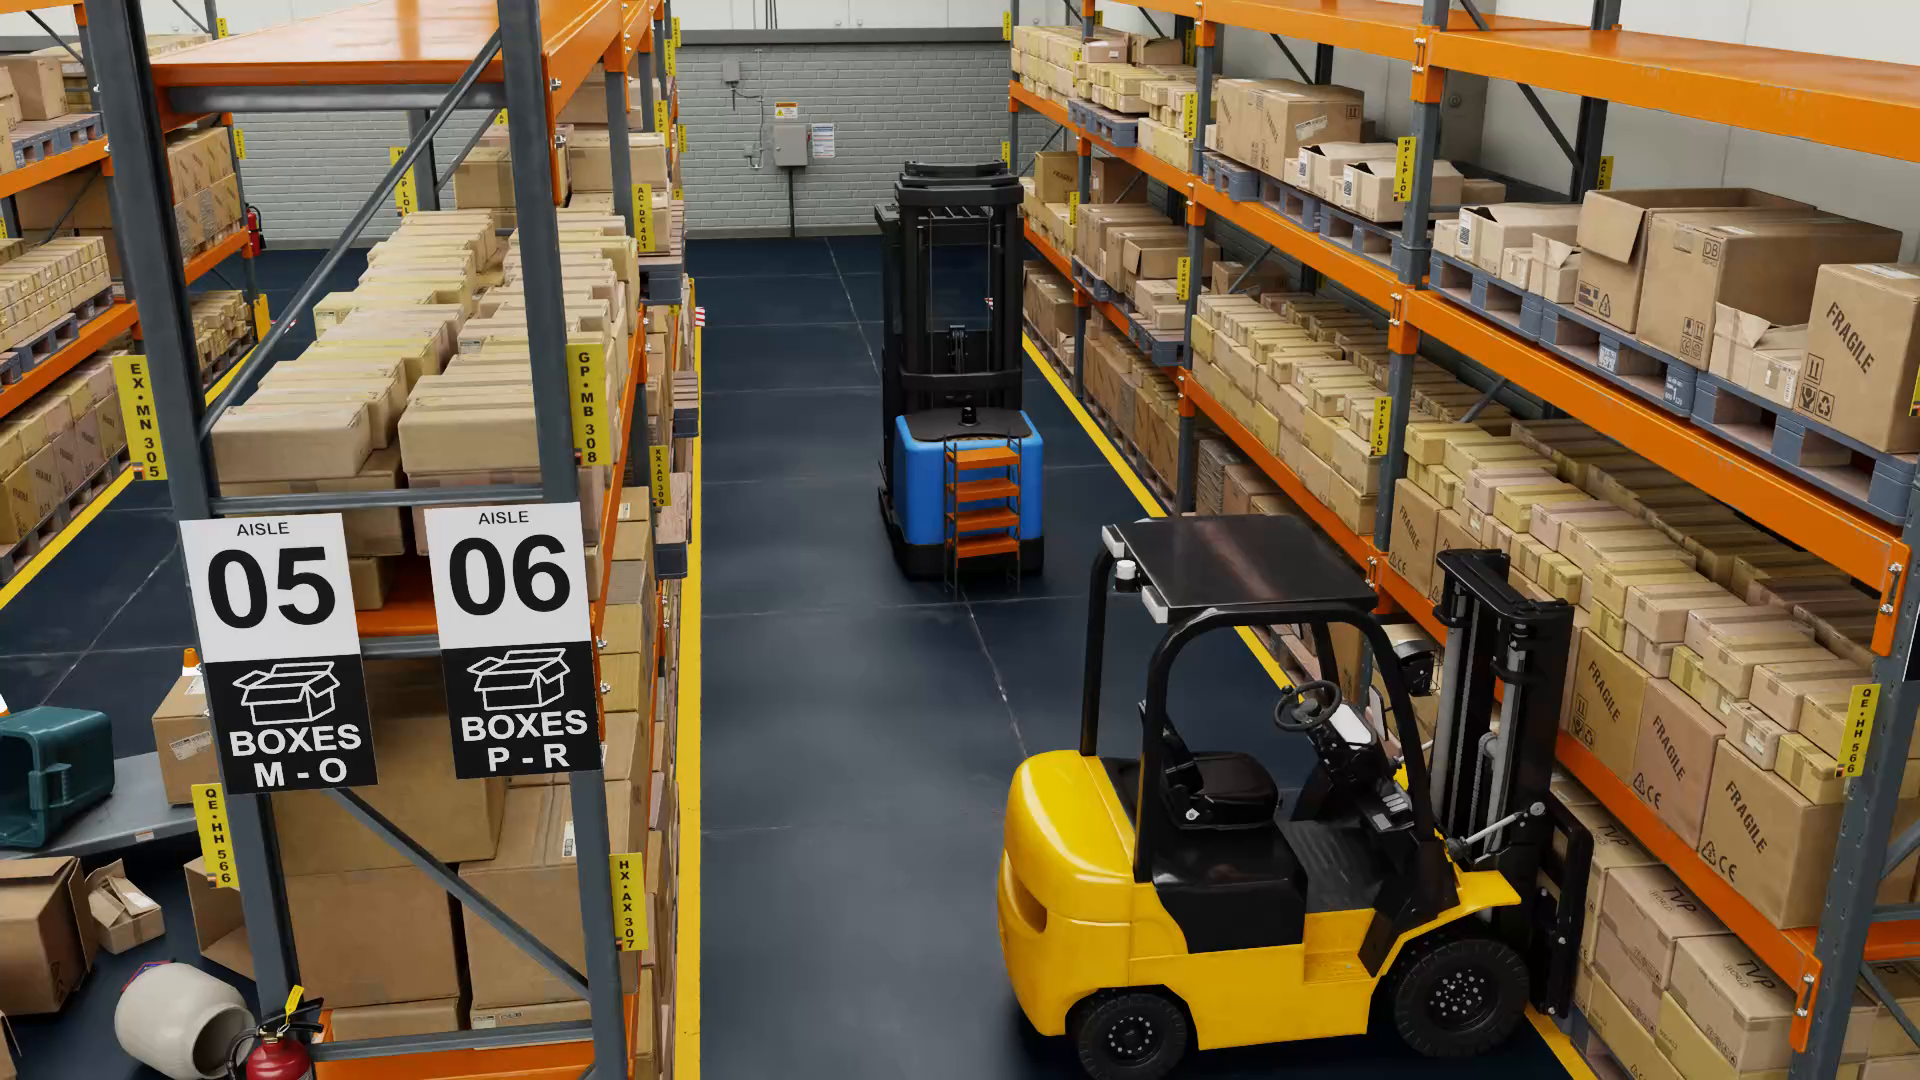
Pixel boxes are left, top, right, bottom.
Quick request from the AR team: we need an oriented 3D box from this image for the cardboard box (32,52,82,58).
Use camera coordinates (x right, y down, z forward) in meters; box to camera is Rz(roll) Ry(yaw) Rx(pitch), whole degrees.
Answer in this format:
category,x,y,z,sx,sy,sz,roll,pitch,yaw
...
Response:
category,x,y,z,sx,sy,sz,roll,pitch,yaw
cardboard box,-8.482,-4.499,15.617,0.380,0.149,0.250,-2,21,-6

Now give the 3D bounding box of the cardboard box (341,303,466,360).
category,x,y,z,sx,sy,sz,roll,pitch,yaw
cardboard box,-1.927,-0.717,5.782,0.380,0.149,0.250,-4,21,-9

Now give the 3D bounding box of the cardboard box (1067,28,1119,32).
category,x,y,z,sx,sy,sz,roll,pitch,yaw
cardboard box,1.513,-5.688,18.945,0.500,0.250,0.500,-4,21,-9

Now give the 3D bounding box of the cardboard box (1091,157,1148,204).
category,x,y,z,sx,sy,sz,roll,pitch,yaw
cardboard box,1.724,-3.864,17.991,0.500,0.500,0.500,-3,21,-9

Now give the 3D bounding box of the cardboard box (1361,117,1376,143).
category,x,y,z,sx,sy,sz,roll,pitch,yaw
cardboard box,2.610,-2.870,11.798,0.500,0.250,0.500,-3,21,-8

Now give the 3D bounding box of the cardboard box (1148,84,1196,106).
category,x,y,z,sx,sy,sz,roll,pitch,yaw
cardboard box,1.761,-3.657,13.652,0.380,0.149,0.250,-3,21,-9

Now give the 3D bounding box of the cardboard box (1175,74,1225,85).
category,x,y,z,sx,sy,sz,roll,pitch,yaw
cardboard box,2.082,-3.955,14.421,0.380,0.149,0.250,-2,21,-6

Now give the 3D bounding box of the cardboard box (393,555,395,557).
category,x,y,z,sx,sy,sz,roll,pitch,yaw
cardboard box,-1.903,0.011,4.973,0.380,0.149,0.250,-3,21,-7

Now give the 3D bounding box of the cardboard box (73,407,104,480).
category,x,y,z,sx,sy,sz,roll,pitch,yaw
cardboard box,-7.621,-0.805,14.056,0.500,0.500,0.500,-3,21,-9

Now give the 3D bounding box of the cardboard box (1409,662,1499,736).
category,x,y,z,sx,sy,sz,roll,pitch,yaw
cardboard box,2.651,0.839,8.582,0.500,0.250,0.500,-3,21,-8

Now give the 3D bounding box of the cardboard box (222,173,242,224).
category,x,y,z,sx,sy,sz,roll,pitch,yaw
cardboard box,-8.377,-3.807,18.553,0.500,0.500,0.500,-2,21,-7

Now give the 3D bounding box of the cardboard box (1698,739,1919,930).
category,x,y,z,sx,sy,sz,roll,pitch,yaw
cardboard box,3.074,1.036,6.011,0.500,0.500,0.500,-3,21,-9

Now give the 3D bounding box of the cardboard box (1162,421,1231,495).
category,x,y,z,sx,sy,sz,roll,pitch,yaw
cardboard box,1.978,-0.691,13.751,0.500,0.500,0.500,-2,21,-6

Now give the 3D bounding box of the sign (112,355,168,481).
category,x,y,z,sx,sy,sz,roll,pitch,yaw
sign,-2.059,-0.307,4.198,0.100,0.325,0.005,-3,21,-8

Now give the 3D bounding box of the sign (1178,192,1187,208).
category,x,y,z,sx,sy,sz,roll,pitch,yaw
sign,2.224,-3.486,16.608,0.100,0.325,0.005,-3,21,-8

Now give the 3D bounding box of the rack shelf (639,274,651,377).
category,x,y,z,sx,sy,sz,roll,pitch,yaw
rack shelf,-2.372,-1.654,10.097,1.077,0.370,4.000,-3,21,-8

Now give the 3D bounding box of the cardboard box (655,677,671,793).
category,x,y,z,sx,sy,sz,roll,pitch,yaw
cardboard box,-1.732,1.038,8.406,0.500,0.500,0.500,-3,21,-9

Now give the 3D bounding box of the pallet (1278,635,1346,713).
category,x,y,z,sx,sy,sz,roll,pitch,yaw
pallet,2.683,0.909,10.482,1.003,0.211,1.213,-3,21,-8

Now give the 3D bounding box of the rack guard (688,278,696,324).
category,x,y,z,sx,sy,sz,roll,pitch,yaw
rack guard,-3.816,-2.885,20.226,1.175,0.500,0.348,-3,21,-8

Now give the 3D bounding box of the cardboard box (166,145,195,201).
category,x,y,z,sx,sy,sz,roll,pitch,yaw
cardboard box,-8.148,-3.734,16.929,0.500,0.500,0.500,-4,21,-10

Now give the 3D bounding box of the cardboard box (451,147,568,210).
category,x,y,z,sx,sy,sz,roll,pitch,yaw
cardboard box,-2.293,-1.853,8.503,0.500,0.250,0.500,-2,21,-7

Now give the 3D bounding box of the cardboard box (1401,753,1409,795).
category,x,y,z,sx,sy,sz,roll,pitch,yaw
cardboard box,2.659,1.306,8.762,0.500,0.250,0.500,-3,21,-9

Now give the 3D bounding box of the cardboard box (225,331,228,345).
category,x,y,z,sx,sy,sz,roll,pitch,yaw
cardboard box,-8.276,-2.188,18.261,0.380,0.149,0.250,-3,21,-7

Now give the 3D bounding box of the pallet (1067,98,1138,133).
category,x,y,z,sx,sy,sz,roll,pitch,yaw
pallet,1.699,-4.002,15.626,1.213,0.211,1.003,-3,21,-8

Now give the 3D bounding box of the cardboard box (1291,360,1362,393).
category,x,y,z,sx,sy,sz,roll,pitch,yaw
cardboard box,2.346,-1.043,10.652,0.380,0.149,0.250,-3,21,-7

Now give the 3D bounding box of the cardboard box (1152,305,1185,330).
category,x,y,z,sx,sy,sz,roll,pitch,yaw
cardboard box,1.777,-1.817,13.552,0.380,0.149,0.250,-3,21,-7

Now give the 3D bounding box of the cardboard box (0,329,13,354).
category,x,y,z,sx,sy,sz,roll,pitch,yaw
cardboard box,-7.527,-1.517,12.749,0.380,0.149,0.250,-2,21,-5

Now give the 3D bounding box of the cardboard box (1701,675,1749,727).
category,x,y,z,sx,sy,sz,roll,pitch,yaw
cardboard box,3.034,0.604,6.242,0.380,0.149,0.250,-3,21,-7

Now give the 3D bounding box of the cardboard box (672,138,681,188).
category,x,y,z,sx,sy,sz,roll,pitch,yaw
cardboard box,-3.404,-4.229,18.679,0.500,0.500,0.500,-3,21,-8

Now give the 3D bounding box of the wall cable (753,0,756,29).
category,x,y,z,sx,sy,sz,roll,pitch,yaw
wall cable,-4.167,-8.850,24.051,2.355,3.000,0.029,-3,21,-8

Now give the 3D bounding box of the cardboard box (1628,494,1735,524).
category,x,y,z,sx,sy,sz,roll,pitch,yaw
cardboard box,3.326,-0.094,7.686,0.380,0.149,0.250,-3,21,-8

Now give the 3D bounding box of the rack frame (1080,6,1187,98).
category,x,y,z,sx,sy,sz,roll,pitch,yaw
rack frame,1.675,-5.725,15.682,1.000,3.000,0.127,-3,21,-8

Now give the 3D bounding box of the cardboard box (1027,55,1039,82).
category,x,y,z,sx,sy,sz,roll,pitch,yaw
cardboard box,1.047,-5.253,18.497,0.500,0.250,0.500,-4,21,-9

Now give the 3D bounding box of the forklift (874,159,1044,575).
category,x,y,z,sx,sy,sz,roll,pitch,yaw
forklift,-0.087,-1.591,13.288,1.130,2.935,3.031,-3,21,-7

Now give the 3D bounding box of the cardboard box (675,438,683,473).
category,x,y,z,sx,sy,sz,roll,pitch,yaw
cardboard box,-2.677,-0.723,13.300,0.875,0.875,0.875,-3,21,-8

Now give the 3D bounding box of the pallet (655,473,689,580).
category,x,y,z,sx,sy,sz,roll,pitch,yaw
pallet,-2.049,-0.075,9.404,1.003,0.211,1.213,-3,21,-8

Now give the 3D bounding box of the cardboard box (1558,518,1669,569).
category,x,y,z,sx,sy,sz,roll,pitch,yaw
cardboard box,2.898,0.018,7.385,0.380,0.149,0.250,-3,21,-8

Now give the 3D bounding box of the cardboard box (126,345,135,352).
category,x,y,z,sx,sy,sz,roll,pitch,yaw
cardboard box,-8.031,-1.831,16.456,0.380,0.149,0.250,-3,21,-9

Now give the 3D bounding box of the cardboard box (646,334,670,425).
category,x,y,z,sx,sy,sz,roll,pitch,yaw
cardboard box,-2.082,-0.975,10.372,0.500,0.500,0.500,-4,21,-10

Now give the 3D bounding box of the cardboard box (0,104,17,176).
category,x,y,z,sx,sy,sz,roll,pitch,yaw
cardboard box,-7.519,-3.002,12.536,0.500,0.500,0.500,-3,21,-8

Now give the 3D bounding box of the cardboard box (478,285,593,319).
category,x,y,z,sx,sy,sz,roll,pitch,yaw
cardboard box,-1.544,-0.831,6.086,0.380,0.149,0.250,-2,21,-7

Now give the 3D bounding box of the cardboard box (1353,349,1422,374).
category,x,y,z,sx,sy,sz,roll,pitch,yaw
cardboard box,2.816,-1.158,10.959,0.380,0.149,0.250,-3,21,-7

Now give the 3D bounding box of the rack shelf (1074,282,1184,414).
category,x,y,z,sx,sy,sz,roll,pitch,yaw
rack shelf,1.963,-1.885,15.004,1.077,0.370,4.000,-3,21,-8

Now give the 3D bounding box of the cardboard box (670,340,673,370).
category,x,y,z,sx,sy,sz,roll,pitch,yaw
cardboard box,-2.481,-1.390,12.864,0.500,0.250,0.500,-3,21,-9

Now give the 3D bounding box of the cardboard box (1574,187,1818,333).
category,x,y,z,sx,sy,sz,roll,pitch,yaw
cardboard box,3.005,-1.162,6.862,0.797,0.503,0.637,-2,21,-6

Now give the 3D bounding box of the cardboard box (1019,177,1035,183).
category,x,y,z,sx,sy,sz,roll,pitch,yaw
cardboard box,0.897,-4.198,19.957,0.500,0.250,0.500,-3,21,-7

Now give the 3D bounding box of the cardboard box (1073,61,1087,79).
category,x,y,z,sx,sy,sz,roll,pitch,yaw
cardboard box,1.284,-4.459,15.772,0.380,0.149,0.250,-2,21,-6

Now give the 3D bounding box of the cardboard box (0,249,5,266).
category,x,y,z,sx,sy,sz,roll,pitch,yaw
cardboard box,-8.438,-2.391,14.240,0.380,0.149,0.250,-3,21,-7

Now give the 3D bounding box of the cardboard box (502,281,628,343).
category,x,y,z,sx,sy,sz,roll,pitch,yaw
cardboard box,-1.620,-0.876,6.776,0.500,0.250,0.500,-3,21,-9

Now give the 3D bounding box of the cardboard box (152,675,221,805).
category,x,y,z,sx,sy,sz,roll,pitch,yaw
cardboard box,-3.840,1.024,8.679,0.500,0.500,0.500,-3,21,-8

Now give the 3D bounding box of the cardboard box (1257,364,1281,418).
category,x,y,z,sx,sy,sz,roll,pitch,yaw
cardboard box,2.301,-0.996,11.096,0.500,0.250,0.500,-3,21,-7

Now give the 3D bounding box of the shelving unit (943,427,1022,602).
category,x,y,z,sx,sy,sz,roll,pitch,yaw
shelving unit,0.159,-0.183,11.992,0.503,1.200,0.258,-7,22,-19

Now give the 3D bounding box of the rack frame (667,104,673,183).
category,x,y,z,sx,sy,sz,roll,pitch,yaw
rack frame,-3.236,-2.663,16.058,1.000,3.000,0.127,-3,21,-8

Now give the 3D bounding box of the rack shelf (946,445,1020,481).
category,x,y,z,sx,sy,sz,roll,pitch,yaw
rack shelf,0.159,-0.551,11.854,0.480,0.148,0.258,-7,22,-19

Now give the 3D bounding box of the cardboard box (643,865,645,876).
category,x,y,z,sx,sy,sz,roll,pitch,yaw
cardboard box,-1.350,1.209,6.051,0.380,0.149,0.250,-3,21,-7

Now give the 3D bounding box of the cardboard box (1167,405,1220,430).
category,x,y,z,sx,sy,sz,roll,pitch,yaw
cardboard box,1.930,-1.017,13.698,0.380,0.149,0.250,-4,21,-10
